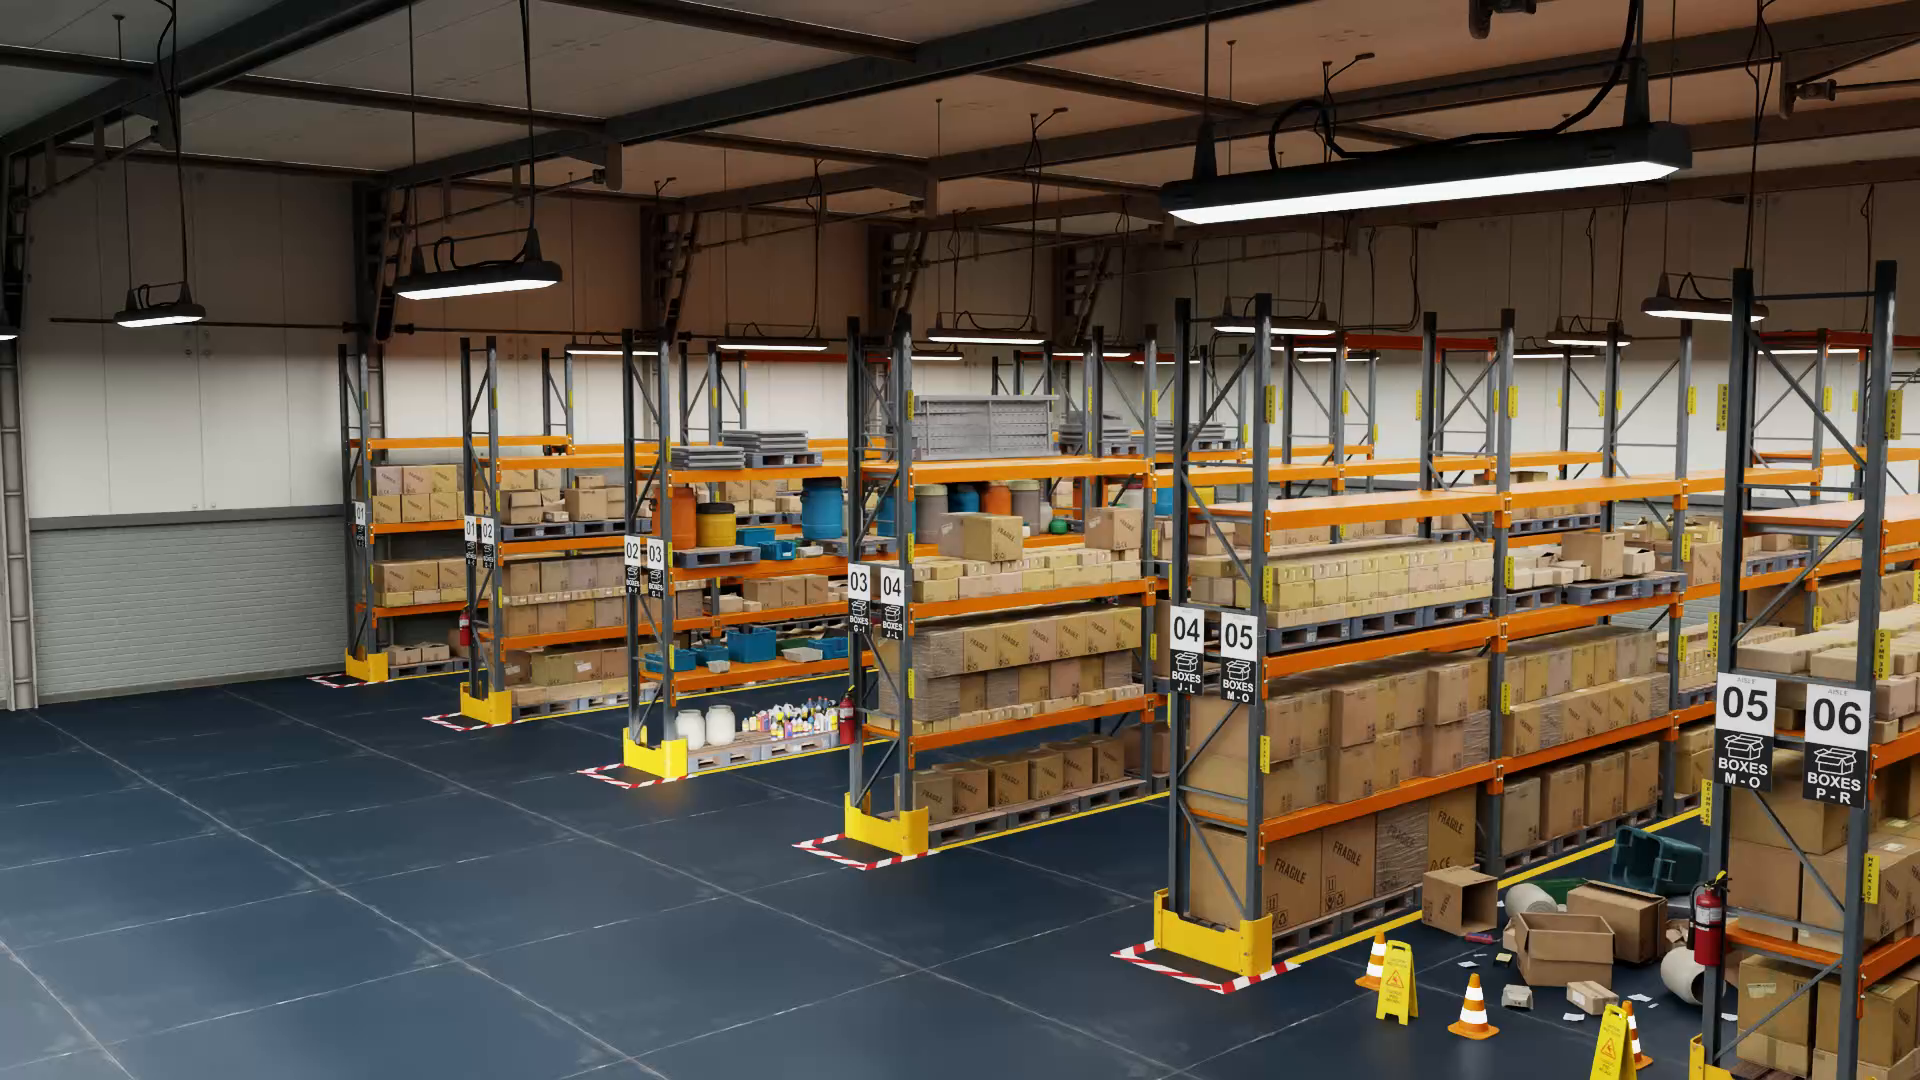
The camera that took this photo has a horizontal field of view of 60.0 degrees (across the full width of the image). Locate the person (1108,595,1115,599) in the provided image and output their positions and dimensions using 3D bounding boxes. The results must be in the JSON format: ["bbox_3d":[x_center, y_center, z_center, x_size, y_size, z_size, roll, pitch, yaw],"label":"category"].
[{"bbox_3d":[3.185,1.461,32.271,1.102,1.556,0.724,-3,6,-30],"label":"person"}]
